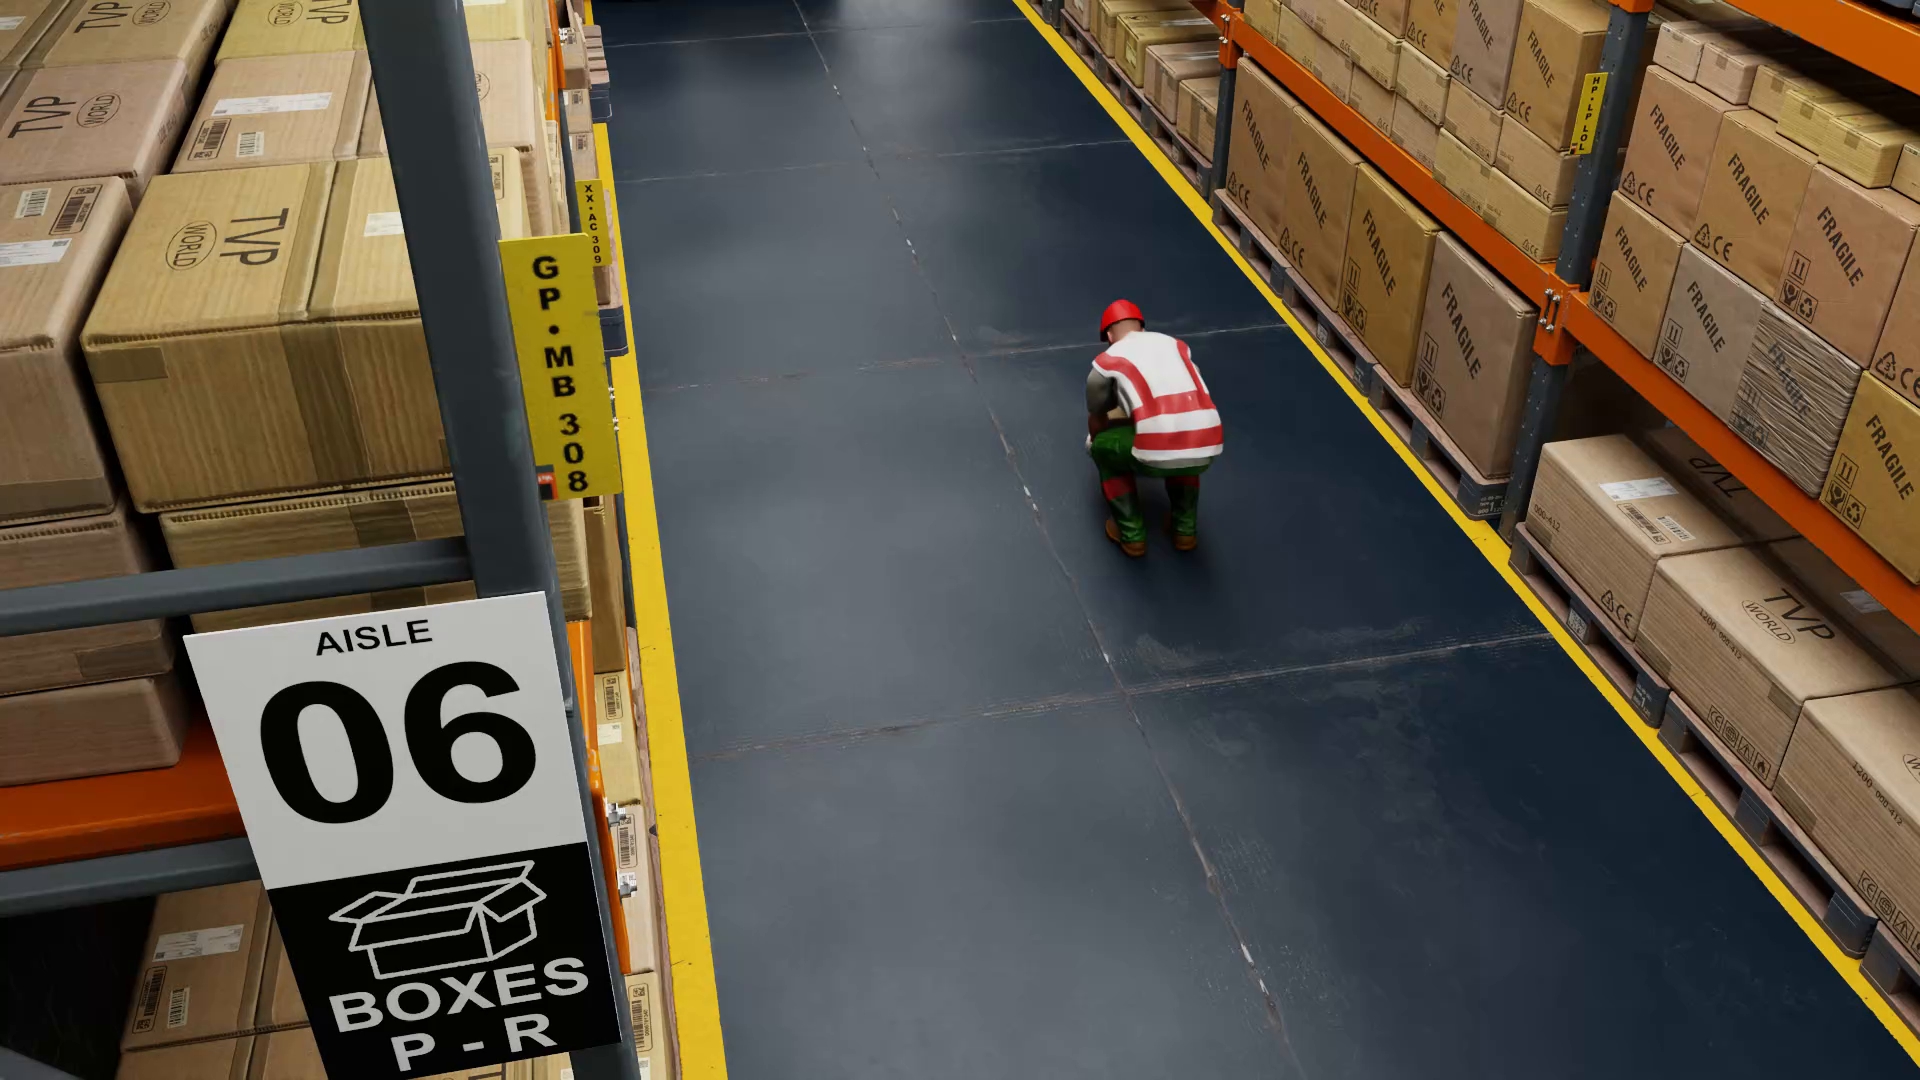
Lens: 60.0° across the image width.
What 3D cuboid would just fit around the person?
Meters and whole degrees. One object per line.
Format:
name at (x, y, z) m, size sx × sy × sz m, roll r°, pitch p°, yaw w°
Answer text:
person at (0.860, -0.491, 7.570) m, size 0.530 × 0.985 × 0.922 m, roll -8°, pitch 35°, yaw -12°
